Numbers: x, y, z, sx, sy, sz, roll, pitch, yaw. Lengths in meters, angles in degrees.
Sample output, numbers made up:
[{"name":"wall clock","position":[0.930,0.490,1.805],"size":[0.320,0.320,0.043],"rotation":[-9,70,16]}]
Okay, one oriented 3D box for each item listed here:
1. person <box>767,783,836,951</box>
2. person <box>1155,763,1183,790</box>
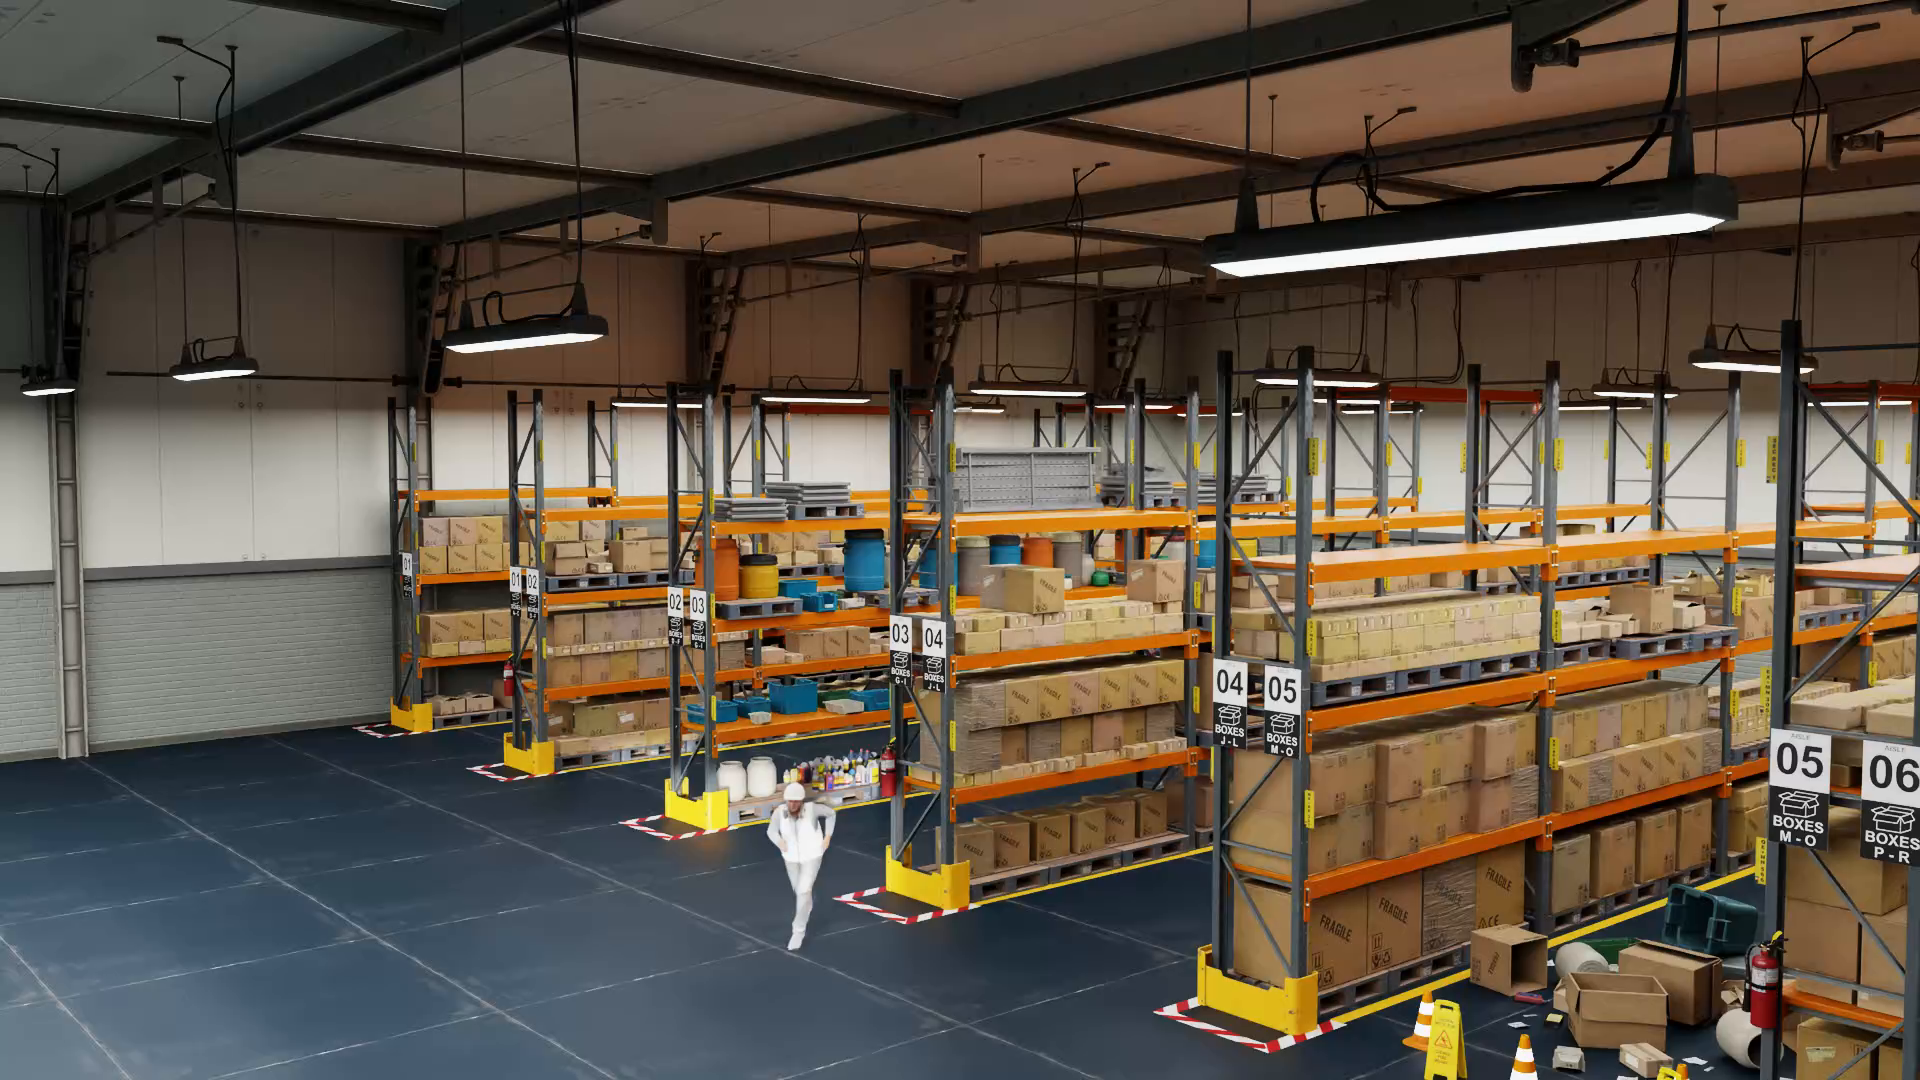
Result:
[{"name":"person","position":[-1.636,3.316,17.335],"size":[0.703,1.724,1.030],"rotation":[0,3,5]},{"name":"person","position":[3.151,2.917,24.994],"size":[0.546,1.587,0.813],"rotation":[3,4,42]}]
